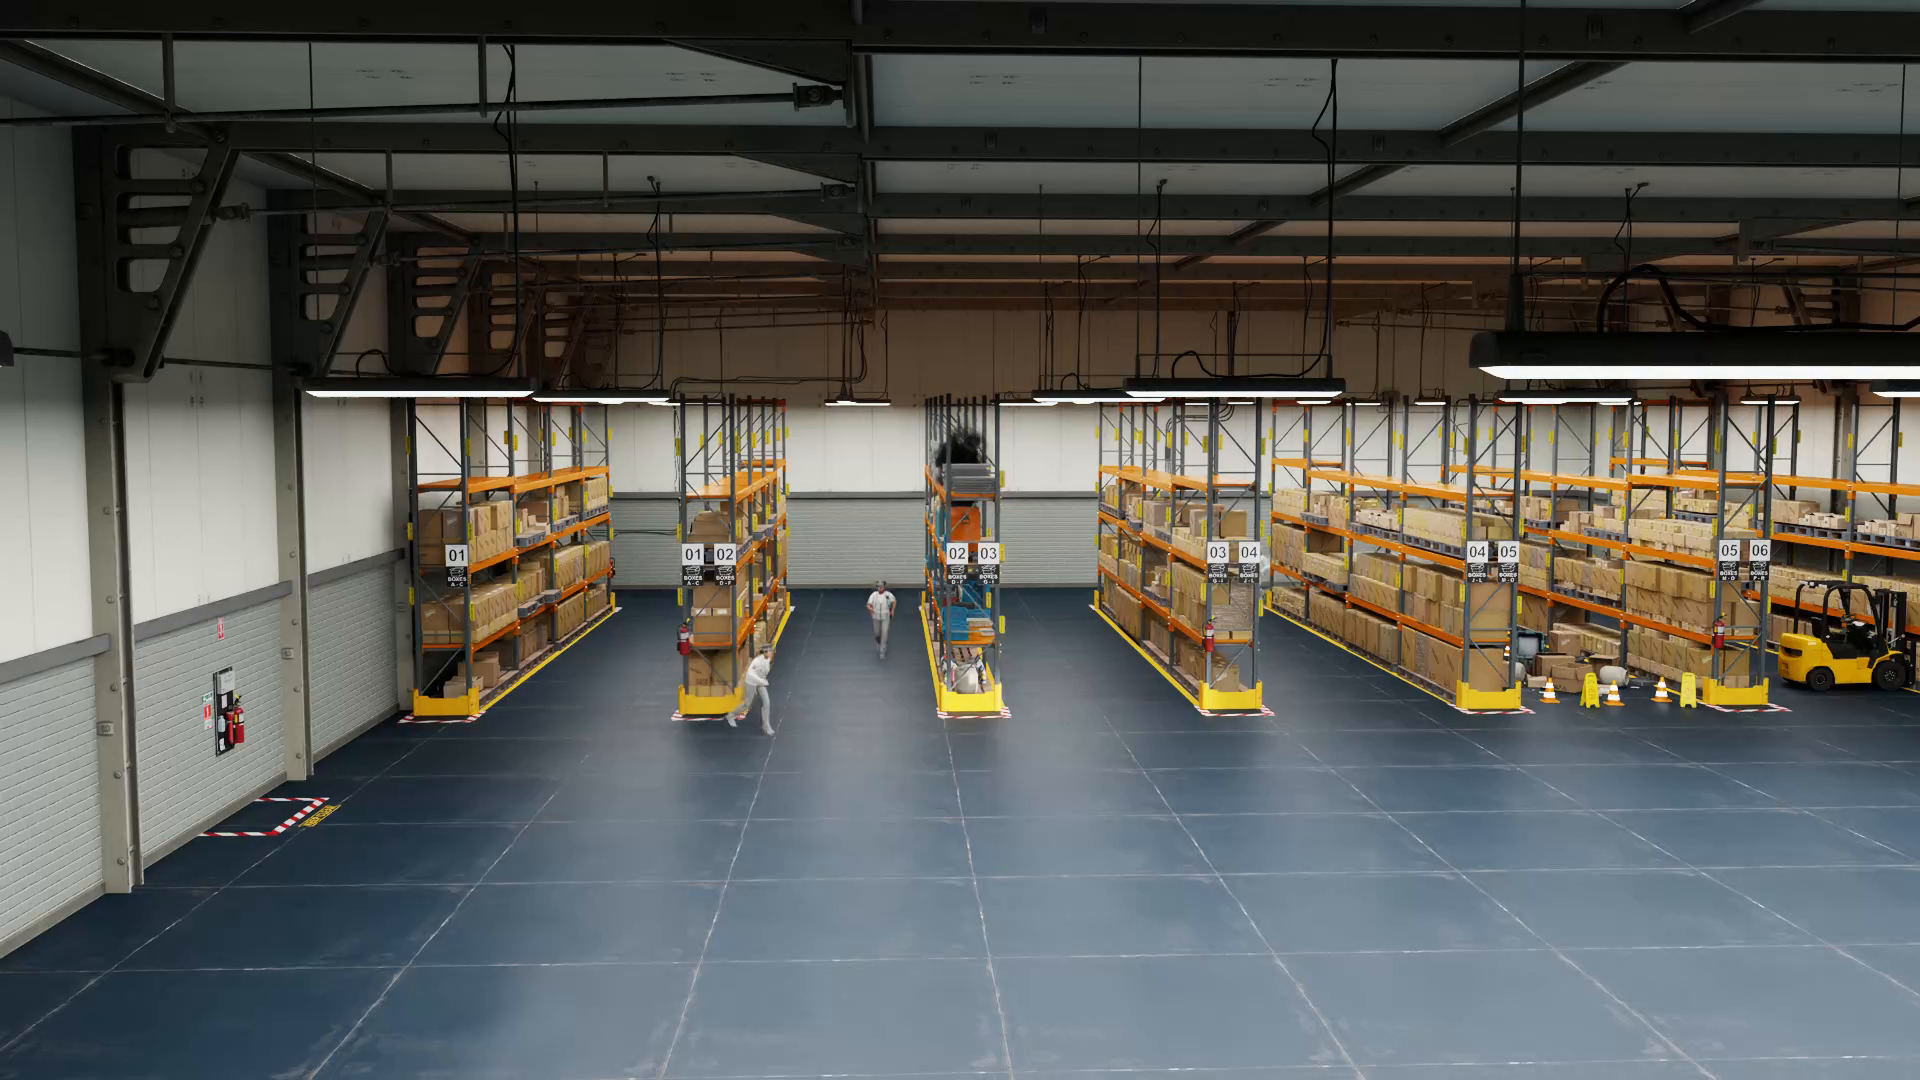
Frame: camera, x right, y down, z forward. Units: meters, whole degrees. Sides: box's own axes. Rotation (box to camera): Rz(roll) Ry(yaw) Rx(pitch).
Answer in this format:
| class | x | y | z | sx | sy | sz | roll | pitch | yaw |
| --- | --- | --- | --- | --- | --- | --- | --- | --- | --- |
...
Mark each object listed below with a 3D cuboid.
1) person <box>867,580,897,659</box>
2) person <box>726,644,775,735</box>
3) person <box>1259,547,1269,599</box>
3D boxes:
| class | x | y | z | sx | sy | sz | roll | pitch | yaw |
| --- | --- | --- | --- | --- | --- | --- | --- | --- | --- |
| person | -1.818 | 1.812 | 38.486 | 0.675 | 1.781 | 0.936 | 0 | 5 | 1 |
| person | -3.702 | 2.621 | 29.450 | 0.983 | 1.628 | 0.655 | 2 | 5 | 21 |
| person | 8.690 | 1.047 | 48.583 | 0.588 | 1.732 | 0.769 | -2 | 5 | -25 |
